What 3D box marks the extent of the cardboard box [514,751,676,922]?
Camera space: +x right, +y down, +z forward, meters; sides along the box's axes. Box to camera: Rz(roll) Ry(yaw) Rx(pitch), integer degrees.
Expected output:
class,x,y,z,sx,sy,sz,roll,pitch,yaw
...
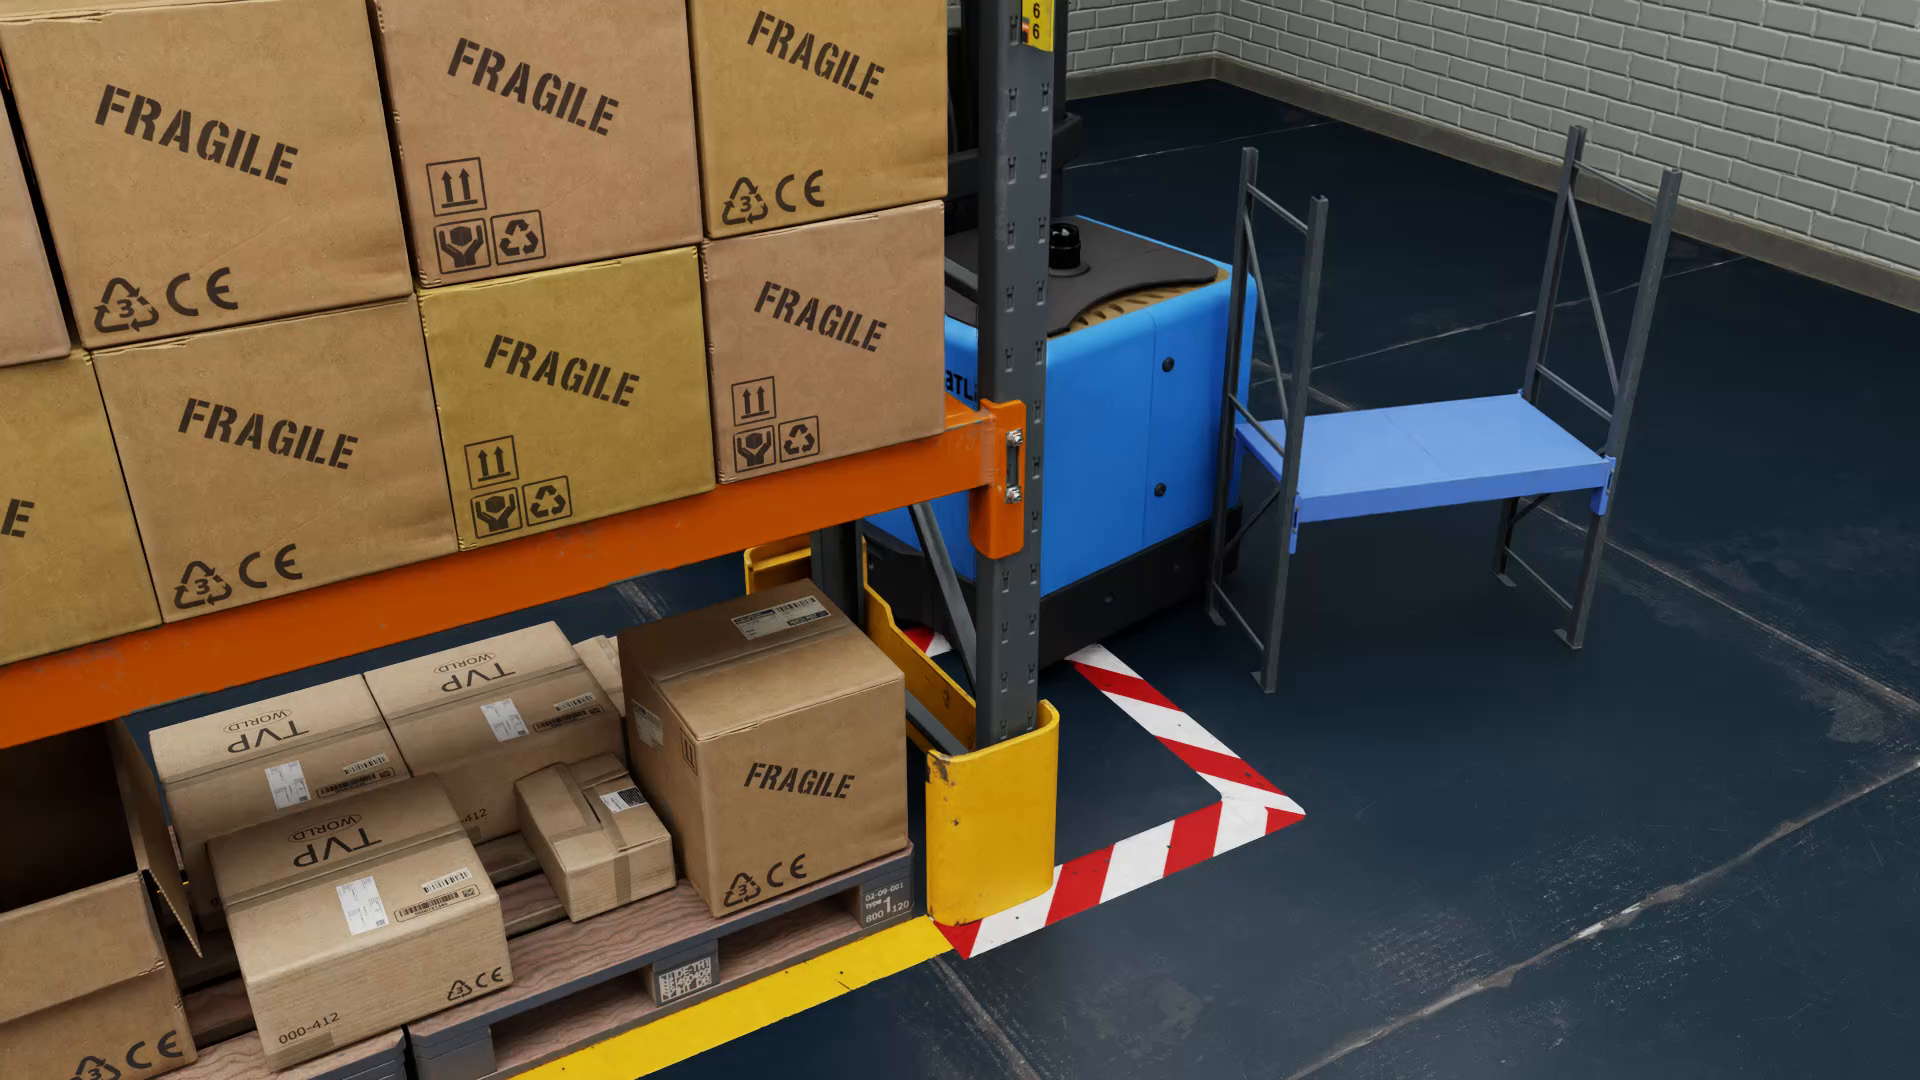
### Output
class,x,y,z,sx,sy,sz,roll,pitch,yaw
cardboard box,-0.857,0.680,3.890,0.250,0.166,0.380,-16,33,-26

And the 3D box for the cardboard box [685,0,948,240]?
class,x,y,z,sx,sy,sz,roll,pitch,yaw
cardboard box,-0.363,-0.923,3.180,0.500,0.500,0.500,-16,33,-27

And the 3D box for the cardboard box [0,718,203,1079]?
class,x,y,z,sx,sy,sz,roll,pitch,yaw
cardboard box,-1.950,0.753,3.410,0.637,0.503,0.797,-16,33,-26

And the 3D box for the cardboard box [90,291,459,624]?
class,x,y,z,sx,sy,sz,roll,pitch,yaw
cardboard box,-1.245,-0.237,2.972,0.500,0.500,0.500,-16,32,-26

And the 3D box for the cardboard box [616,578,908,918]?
class,x,y,z,sx,sy,sz,roll,pitch,yaw
cardboard box,-0.462,0.473,3.921,0.500,0.500,0.500,-16,33,-26

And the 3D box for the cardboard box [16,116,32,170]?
class,x,y,z,sx,sy,sz,roll,pitch,yaw
cardboard box,-4.049,-1.754,7.305,0.250,0.149,0.380,-15,32,-26

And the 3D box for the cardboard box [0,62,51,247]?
class,x,y,z,sx,sy,sz,roll,pitch,yaw
cardboard box,-1.953,-0.771,2.905,0.500,0.500,0.500,-16,33,-27

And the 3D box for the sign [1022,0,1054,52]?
class,x,y,z,sx,sy,sz,roll,pitch,yaw
sign,0.146,-1.074,3.066,0.005,0.325,0.100,-16,33,-26

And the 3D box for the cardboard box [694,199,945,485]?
class,x,y,z,sx,sy,sz,roll,pitch,yaw
cardboard box,-0.367,-0.486,3.422,0.500,0.500,0.500,-15,32,-25

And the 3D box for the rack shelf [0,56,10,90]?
class,x,y,z,sx,sy,sz,roll,pitch,yaw
rack shelf,-4.355,-1.923,6.875,4.000,0.370,1.077,-16,33,-26

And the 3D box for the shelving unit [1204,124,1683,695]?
class,x,y,z,sx,sy,sz,roll,pitch,yaw
shelving unit,1.352,-0.376,4.879,1.048,1.500,0.538,-7,30,-12

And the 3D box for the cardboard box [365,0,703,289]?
class,x,y,z,sx,sy,sz,roll,pitch,yaw
cardboard box,-0.798,-0.799,2.955,0.500,0.500,0.500,-15,32,-25

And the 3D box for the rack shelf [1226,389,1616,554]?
class,x,y,z,sx,sy,sz,roll,pitch,yaw
rack shelf,1.352,-0.219,4.966,1.000,0.185,0.538,-7,30,-12

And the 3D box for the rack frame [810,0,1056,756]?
class,x,y,z,sx,sy,sz,roll,pitch,yaw
rack frame,-0.118,-0.665,3.850,0.127,3.000,1.000,-16,33,-26

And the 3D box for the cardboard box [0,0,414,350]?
class,x,y,z,sx,sy,sz,roll,pitch,yaw
cardboard box,-1.242,-0.670,2.721,0.500,0.500,0.500,-15,32,-25

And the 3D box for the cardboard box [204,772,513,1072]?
class,x,y,z,sx,sy,sz,roll,pitch,yaw
cardboard box,-1.297,0.802,3.583,0.500,0.250,0.500,-16,33,-26

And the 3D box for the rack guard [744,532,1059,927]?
class,x,y,z,sx,sy,sz,roll,pitch,yaw
rack guard,-0.184,0.448,4.421,0.348,0.500,1.175,-16,33,-26

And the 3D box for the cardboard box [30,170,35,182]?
class,x,y,z,sx,sy,sz,roll,pitch,yaw
cardboard box,-4.049,-1.358,7.259,0.500,0.500,0.700,-17,33,-28

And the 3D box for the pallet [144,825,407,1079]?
class,x,y,z,sx,sy,sz,roll,pitch,yaw
pallet,-1.921,1.067,3.599,1.213,0.211,1.003,-16,33,-26

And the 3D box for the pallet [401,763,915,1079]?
class,x,y,z,sx,sy,sz,roll,pitch,yaw
pallet,-0.871,0.770,4.136,1.213,0.211,1.003,-16,33,-26

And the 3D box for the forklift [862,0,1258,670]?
class,x,y,z,sx,sy,sz,roll,pitch,yaw
forklift,-0.438,-1.524,5.479,1.130,2.935,3.031,-23,36,-35

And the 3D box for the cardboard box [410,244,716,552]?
class,x,y,z,sx,sy,sz,roll,pitch,yaw
cardboard box,-0.812,-0.357,3.189,0.500,0.500,0.500,-16,32,-26

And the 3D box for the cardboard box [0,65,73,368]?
class,x,y,z,sx,sy,sz,roll,pitch,yaw
cardboard box,-1.685,-0.544,2.494,0.500,0.500,0.500,-15,32,-25

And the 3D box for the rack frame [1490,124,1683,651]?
class,x,y,z,sx,sy,sz,roll,pitch,yaw
rack frame,1.846,-0.434,4.985,0.032,1.500,0.500,-7,30,-12

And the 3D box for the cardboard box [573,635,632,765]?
class,x,y,z,sx,sy,sz,roll,pitch,yaw
cardboard box,-0.869,0.403,4.391,0.250,0.166,0.380,-16,33,-26

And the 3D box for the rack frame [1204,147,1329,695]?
class,x,y,z,sx,sy,sz,roll,pitch,yaw
rack frame,0.858,-0.318,4.773,0.032,1.500,0.500,-7,30,-12

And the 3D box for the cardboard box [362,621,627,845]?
class,x,y,z,sx,sy,sz,roll,pitch,yaw
cardboard box,-1.162,0.484,4.160,0.500,0.250,0.500,-16,33,-26

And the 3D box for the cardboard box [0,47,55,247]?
class,x,y,z,sx,sy,sz,roll,pitch,yaw
cardboard box,-1.515,-0.896,3.131,0.500,0.500,0.500,-15,32,-26

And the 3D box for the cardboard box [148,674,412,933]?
class,x,y,z,sx,sy,sz,roll,pitch,yaw
cardboard box,-1.593,0.606,3.938,0.500,0.250,0.500,-16,33,-26

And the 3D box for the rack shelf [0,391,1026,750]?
class,x,y,z,sx,sy,sz,roll,pitch,yaw
rack shelf,-1.843,0.140,3.137,4.000,0.370,1.077,-16,33,-26

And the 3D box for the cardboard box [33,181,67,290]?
class,x,y,z,sx,sy,sz,roll,pitch,yaw
cardboard box,-1.943,-0.338,3.155,0.500,0.500,0.500,-15,32,-26

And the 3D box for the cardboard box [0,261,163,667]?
class,x,y,z,sx,sy,sz,roll,pitch,yaw
cardboard box,-1.679,-0.114,2.749,0.500,0.500,0.500,-16,33,-27
